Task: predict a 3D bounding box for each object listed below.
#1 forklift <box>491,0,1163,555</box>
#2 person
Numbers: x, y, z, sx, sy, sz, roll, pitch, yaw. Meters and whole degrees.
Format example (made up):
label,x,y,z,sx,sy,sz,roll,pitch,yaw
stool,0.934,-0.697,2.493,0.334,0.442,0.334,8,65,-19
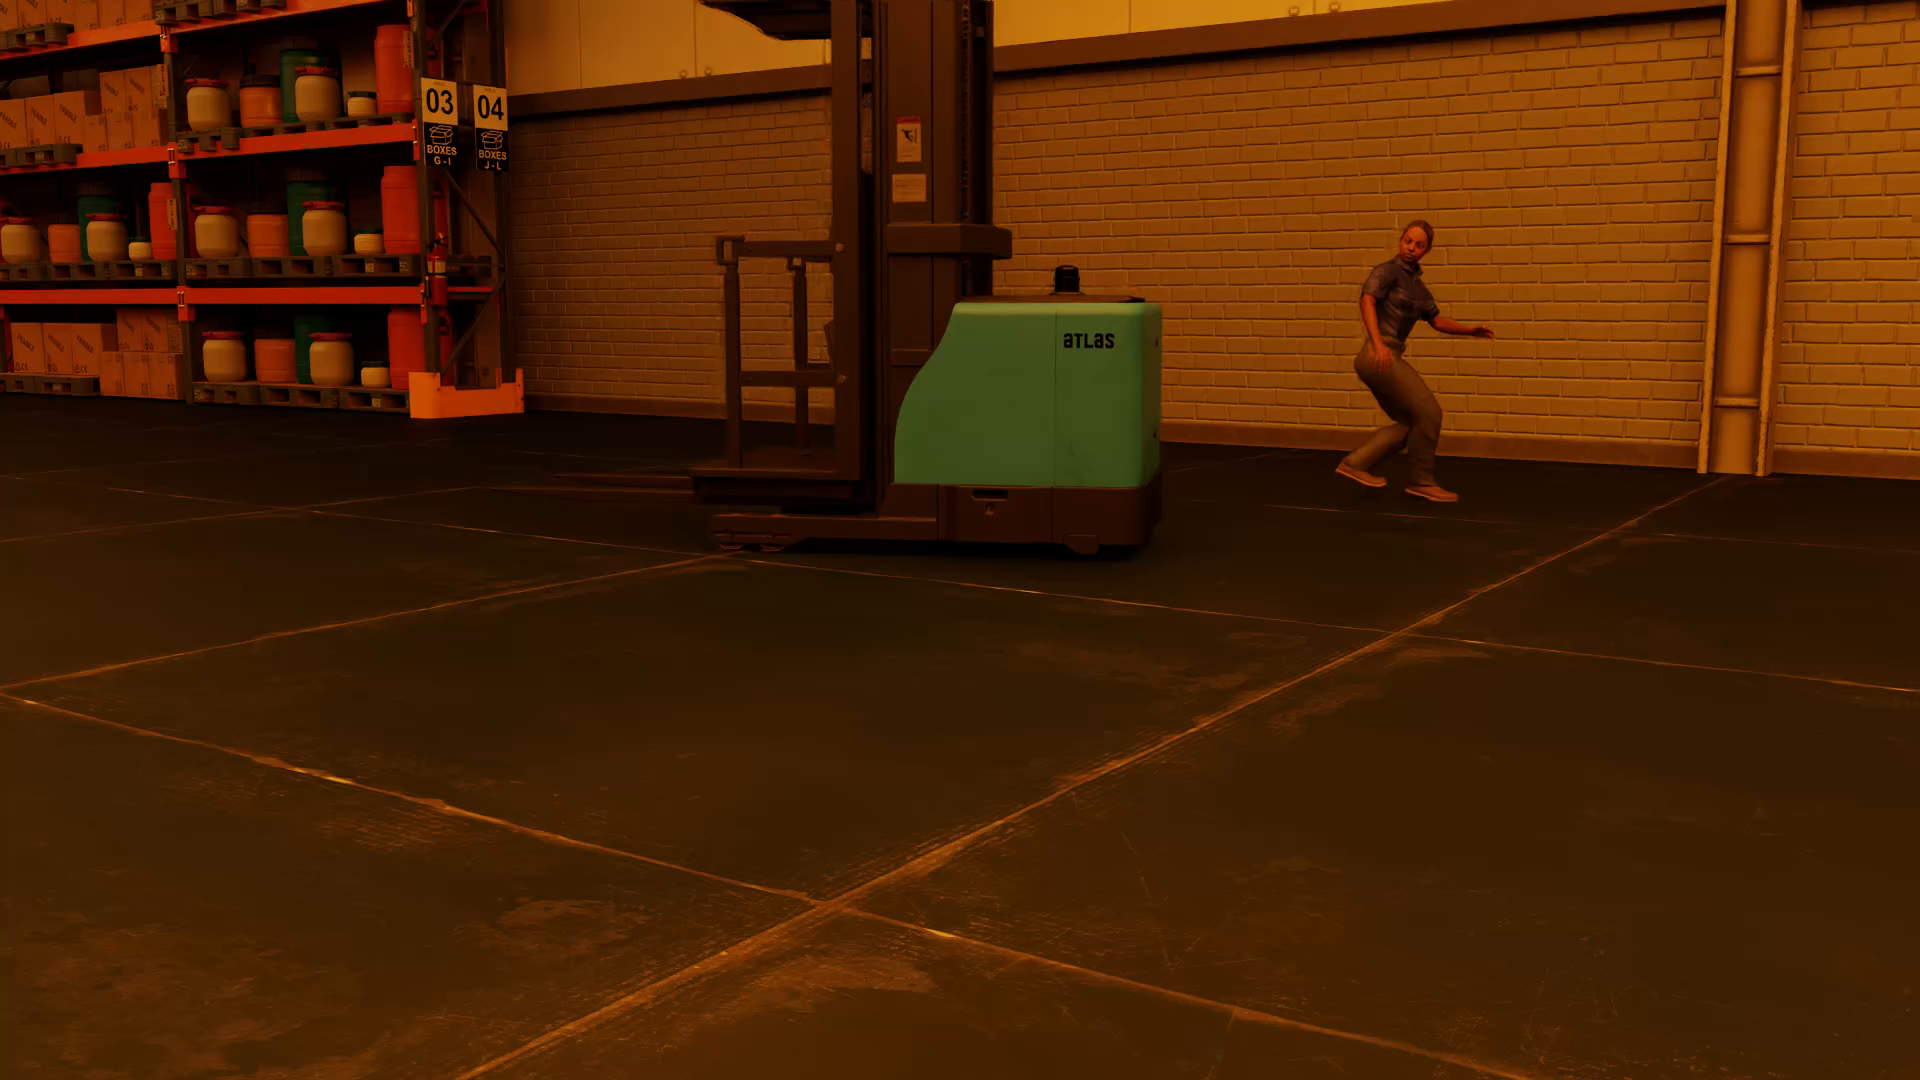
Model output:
label,x,y,z,sx,sy,sz,roll,pitch,yaw
forklift,-0.620,-1.469,7.525,3.031,2.935,1.130,2,8,12
person,2.448,-0.959,8.982,0.808,1.530,0.799,4,9,23
